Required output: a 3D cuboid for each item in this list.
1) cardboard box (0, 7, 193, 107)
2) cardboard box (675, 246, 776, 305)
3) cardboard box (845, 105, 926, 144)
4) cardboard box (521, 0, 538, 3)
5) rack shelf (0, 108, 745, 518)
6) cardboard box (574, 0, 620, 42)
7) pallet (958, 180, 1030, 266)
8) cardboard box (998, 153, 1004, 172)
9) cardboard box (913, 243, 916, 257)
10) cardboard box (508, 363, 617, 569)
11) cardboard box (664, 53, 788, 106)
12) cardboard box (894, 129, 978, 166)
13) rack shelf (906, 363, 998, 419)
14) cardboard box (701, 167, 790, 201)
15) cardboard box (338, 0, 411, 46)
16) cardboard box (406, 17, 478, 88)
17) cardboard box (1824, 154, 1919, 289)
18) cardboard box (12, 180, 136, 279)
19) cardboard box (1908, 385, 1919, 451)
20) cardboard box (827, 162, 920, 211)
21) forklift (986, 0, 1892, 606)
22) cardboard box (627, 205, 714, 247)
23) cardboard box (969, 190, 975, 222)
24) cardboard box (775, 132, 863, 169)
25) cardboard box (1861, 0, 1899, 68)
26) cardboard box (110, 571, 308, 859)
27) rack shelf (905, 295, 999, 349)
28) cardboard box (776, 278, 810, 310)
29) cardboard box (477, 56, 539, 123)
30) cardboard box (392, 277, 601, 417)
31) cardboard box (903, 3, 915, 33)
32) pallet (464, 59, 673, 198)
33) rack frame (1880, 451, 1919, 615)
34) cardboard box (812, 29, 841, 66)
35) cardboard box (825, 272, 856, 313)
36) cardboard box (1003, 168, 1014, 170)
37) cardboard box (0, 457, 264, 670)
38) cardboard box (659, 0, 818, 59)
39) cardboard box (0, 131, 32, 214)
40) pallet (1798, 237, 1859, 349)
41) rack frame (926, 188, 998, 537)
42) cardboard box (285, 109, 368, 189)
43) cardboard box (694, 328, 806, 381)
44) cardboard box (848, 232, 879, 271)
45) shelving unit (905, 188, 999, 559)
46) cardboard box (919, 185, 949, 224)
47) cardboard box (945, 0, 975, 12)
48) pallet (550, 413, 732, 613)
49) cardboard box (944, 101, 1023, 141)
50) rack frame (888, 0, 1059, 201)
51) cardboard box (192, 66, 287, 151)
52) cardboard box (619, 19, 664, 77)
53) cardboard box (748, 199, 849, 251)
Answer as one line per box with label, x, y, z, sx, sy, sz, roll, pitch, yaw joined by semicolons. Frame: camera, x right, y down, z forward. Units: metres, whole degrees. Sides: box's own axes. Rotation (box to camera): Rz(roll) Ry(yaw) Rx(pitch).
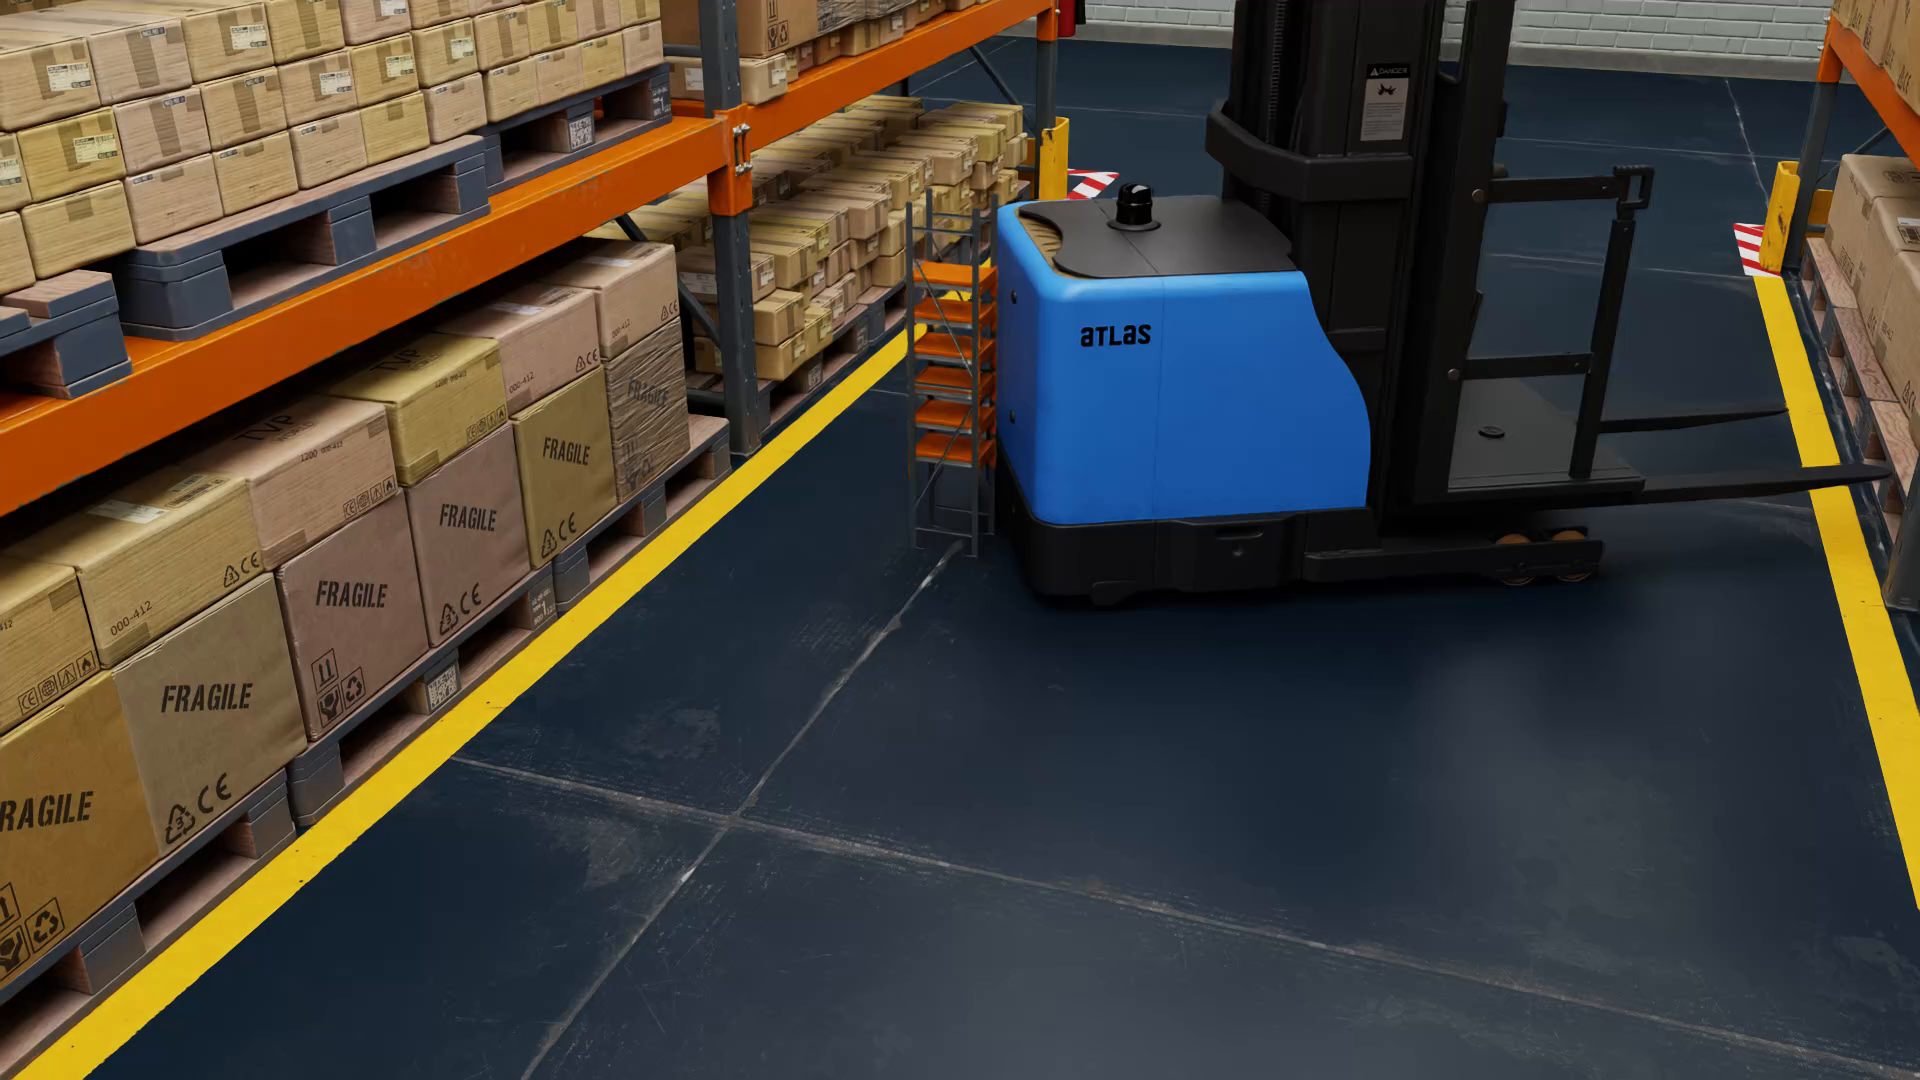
cardboard box;-1.910;-1.049;3.598;0.380;0.149;0.250;10;28;20
cardboard box;-0.955;-1.041;6.565;0.380;0.149;0.250;10;28;20
cardboard box;-0.407;-2.276;9.117;0.380;0.149;0.250;9;27;18
cardboard box;-1.391;-1.690;4.922;0.380;0.149;0.250;8;27;16
rack shelf;-1.931;-0.610;4.394;1.077;0.370;4.000;9;27;17
cardboard box;-1.298;-1.665;5.212;0.380;0.149;0.250;9;27;18
pallet;-0.263;-1.785;9.194;1.003;0.211;1.213;9;27;17
cardboard box;0.022;-2.081;9.055;0.380;0.149;0.250;8;27;16
cardboard box;-0.432;-1.423;8.036;0.380;0.149;0.250;10;27;19
cardboard box;-1.445;-0.268;5.249;0.500;0.500;0.500;8;27;16
cardboard box;-0.862;-1.712;6.132;0.380;0.149;0.250;10;28;19
cardboard box;-0.121;-2.002;8.550;0.380;0.149;0.250;8;27;15
rack shelf;-0.025;-0.492;5.491;0.258;0.103;0.180;9;27;17
cardboard box;-1.027;-1.660;7.843;0.380;0.149;0.250;8;27;16
cardboard box;-1.649;-1.371;4.263;0.380;0.149;0.250;8;27;15
cardboard box;-1.558;-1.344;4.548;0.380;0.149;0.250;7;27;15
cardboard box;4.642;-1.473;7.809;0.875;0.438;0.875;8;27;16
cardboard box;-1.990;-0.675;3.508;0.380;0.149;0.250;10;28;20
cardboard box;3.747;-0.358;5.505;0.875;0.438;0.875;8;27;17
cardboard box;-0.411;-1.680;7.884;0.380;0.149;0.250;9;27;18
forklift;1.655;-1.393;5.264;3.031;2.935;1.130;-4;26;-7
cardboard box;-1.269;-1.328;7.157;0.380;0.149;0.250;8;27;17
cardboard box;-0.142;-1.739;8.689;0.380;0.149;0.250;9;27;18
cardboard box;-0.717;-1.965;8.473;0.380;0.149;0.250;10;28;19
cardboard box;4.009;-2.194;6.725;0.500;0.500;0.500;9;27;17
cardboard box;-1.956;0.363;3.944;0.500;0.500;0.500;9;27;18
rack shelf;-0.025;-0.708;5.387;0.258;0.103;0.180;9;27;17
cardboard box;-0.843;-1.015;6.853;0.380;0.149;0.250;9;27;18
cardboard box;-1.465;-1.328;4.857;0.380;0.149;0.250;7;27;15
cardboard box;-1.458;-0.605;5.084;0.500;0.250;0.500;10;28;20
cardboard box;-0.424;-2.377;7.505;0.380;0.149;0.250;10;28;19
pallet;-1.657;-1.377;5.371;1.003;0.211;1.213;9;27;17
rack frame;3.436;-1.080;4.538;1.000;3.000;0.127;9;27;17
cardboard box;-0.711;-2.057;6.844;0.380;0.149;0.250;8;27;15
cardboard box;-0.681;-1.095;7.360;0.380;0.149;0.250;8;27;16
cardboard box;0.087;-2.059;9.350;0.380;0.149;0.250;9;27;18
cardboard box;-1.970;0.030;3.772;0.500;0.250;0.500;8;27;17
cardboard box;-0.863;-2.102;6.193;0.500;0.500;0.500;8;27;16
cardboard box;-2.072;-0.713;3.246;0.380;0.149;0.250;8;27;16
pallet;4.575;-1.128;7.838;1.003;0.211;1.213;9;27;17
rack frame;0.005;-0.570;5.550;0.240;1.200;0.006;9;27;17
cardboard box;-1.730;-0.994;4.168;0.380;0.149;0.250;8;27;16
cardboard box;-0.841;-0.765;6.677;0.380;0.149;0.250;8;27;15
cardboard box;-0.590;-1.341;7.525;0.380;0.149;0.250;10;28;20
shelving unit;-0.025;-0.532;5.472;0.258;1.200;0.189;9;27;17
cardboard box;-0.275;-1.650;8.164;0.380;0.149;0.250;10;28;20
cardboard box;-0.142;-2.697;8.167;0.380;0.149;0.250;8;27;15
pallet;-1.523;-0.181;5.881;1.003;0.211;1.213;9;27;17
cardboard box;0.129;-2.319;9.204;0.380;0.149;0.250;9;27;18
rack frame;0.066;-3.400;9.329;1.000;3.000;0.127;9;27;17
cardboard box;-1.819;-1.021;3.881;0.380;0.149;0.250;8;27;17
cardboard box;-1.211;-1.640;5.501;0.380;0.149;0.250;8;27;16
cardboard box;-0.705;-1.367;7.238;0.380;0.149;0.250;8;27;16
